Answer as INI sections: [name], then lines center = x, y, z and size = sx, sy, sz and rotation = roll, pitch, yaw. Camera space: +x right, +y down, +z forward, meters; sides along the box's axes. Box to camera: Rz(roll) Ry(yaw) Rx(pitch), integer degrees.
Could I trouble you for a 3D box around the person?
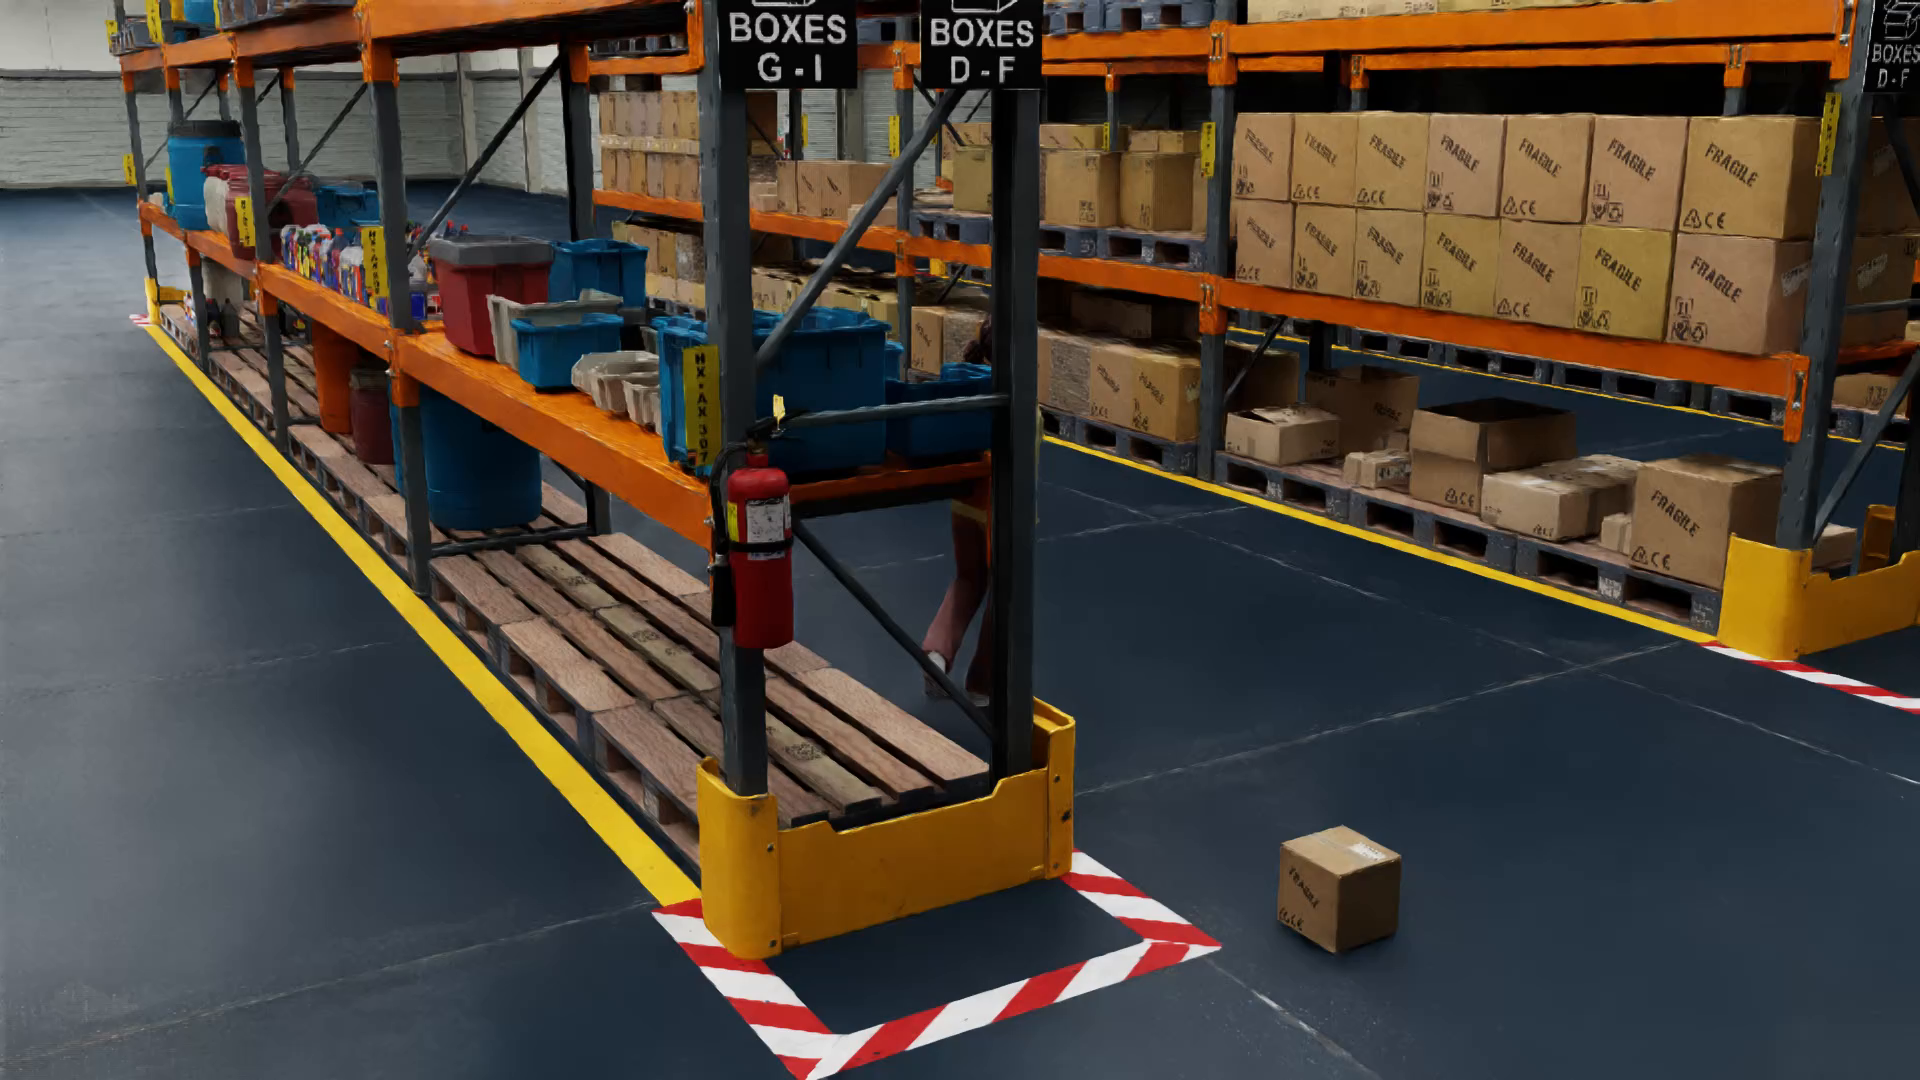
[person]
center = 0.141, -0.088, 6.425
size = 0.524, 1.632, 0.632
rotation = 10, 18, 34
